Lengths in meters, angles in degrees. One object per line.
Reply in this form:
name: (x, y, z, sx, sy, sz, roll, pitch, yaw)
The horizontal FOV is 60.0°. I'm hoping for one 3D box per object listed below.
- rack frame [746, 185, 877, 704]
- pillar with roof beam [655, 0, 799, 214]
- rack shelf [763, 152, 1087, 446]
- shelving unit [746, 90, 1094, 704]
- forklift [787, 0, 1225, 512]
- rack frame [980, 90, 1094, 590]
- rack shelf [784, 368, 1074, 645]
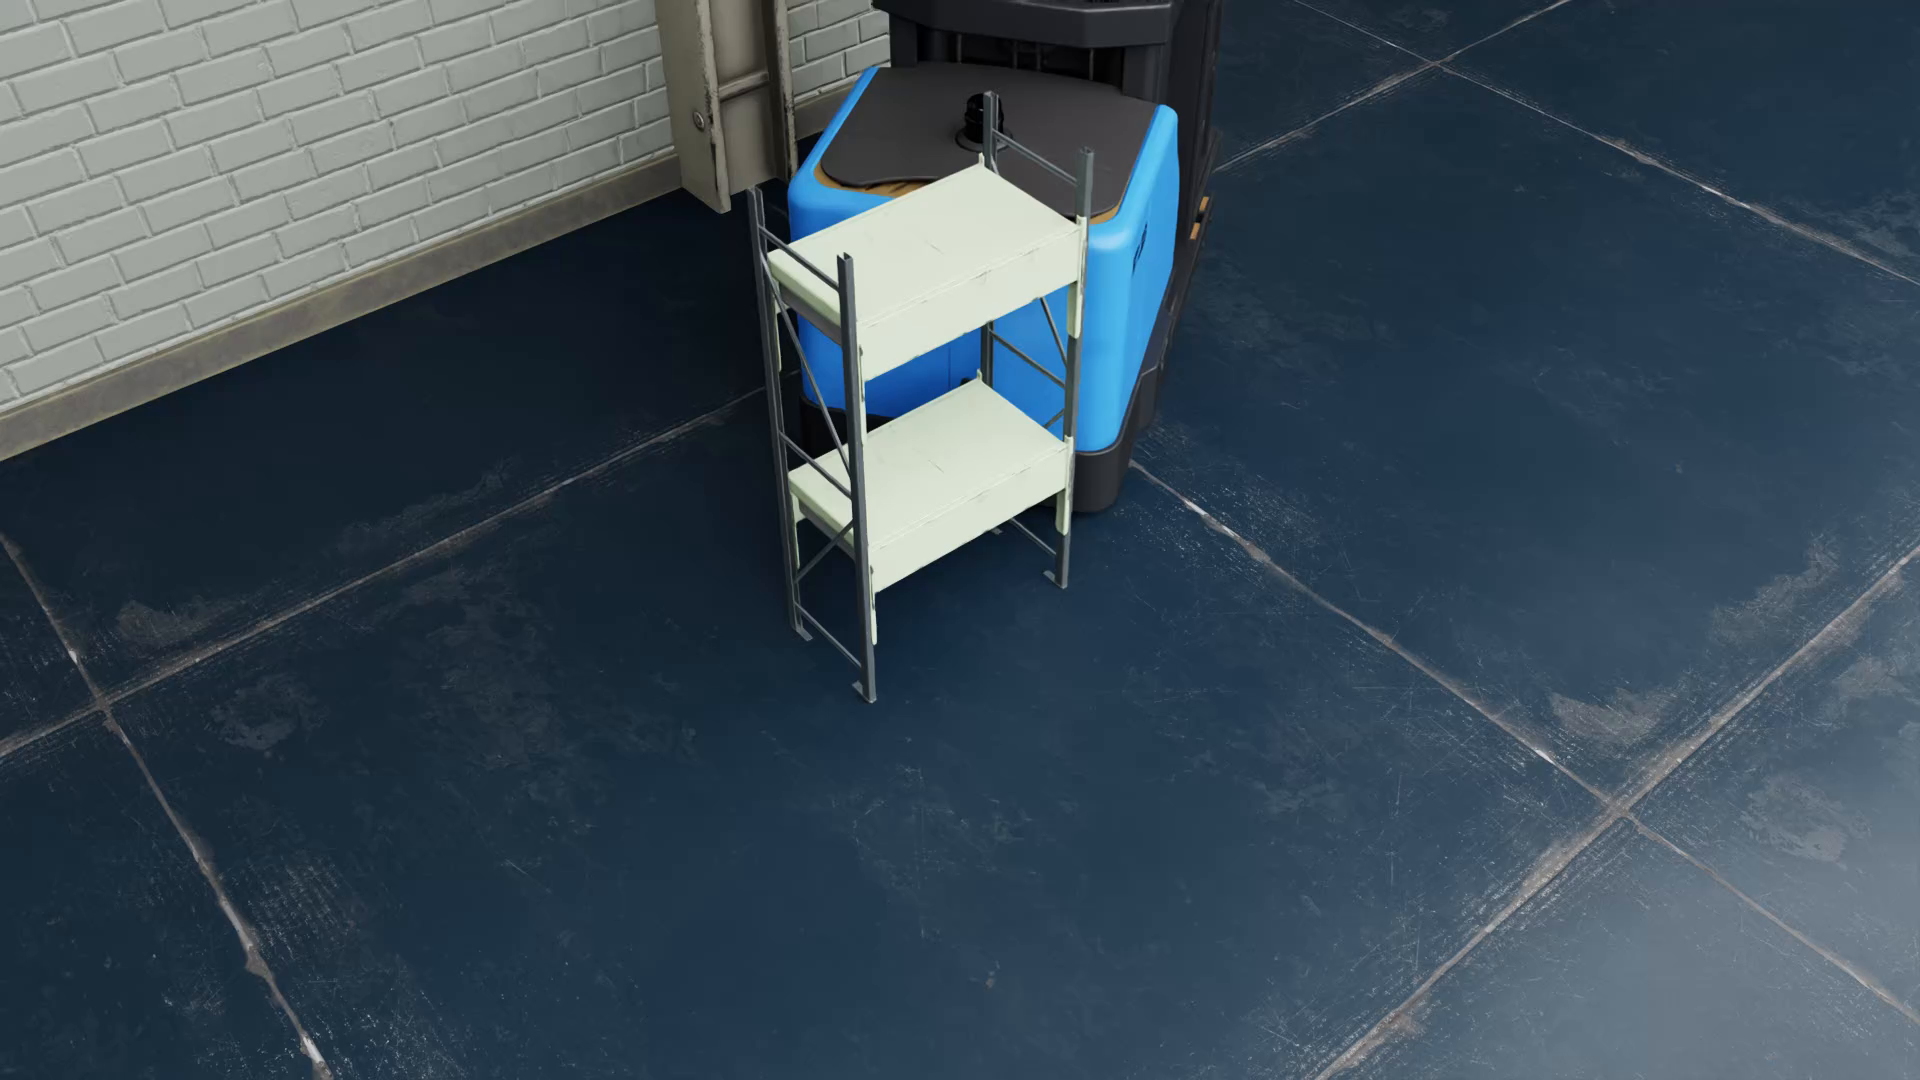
rack frame: (-0.374, -0.188, 4.355, 0.023, 1.500, 0.400, -29, 50, -27)
pillar with roof beam: (1.859, -2.487, 1.325, 0.400, 9.000, 9.100, -30, 51, -28)
rack shelf: (-0.090, -0.630, 4.256, 0.720, 0.370, 0.431, -29, 50, -27)
shelving unit: (-0.090, -0.346, 4.523, 0.755, 1.500, 0.431, -29, 50, -27)
forklift: (0.367, -2.180, 5.430, 1.130, 2.935, 3.031, 11, 44, 11)
rack frame: (0.194, -0.504, 4.691, 0.023, 1.500, 0.400, -29, 50, -27)
rack shelf: (-0.090, -0.108, 4.746, 0.720, 0.370, 0.431, -29, 50, -27)
